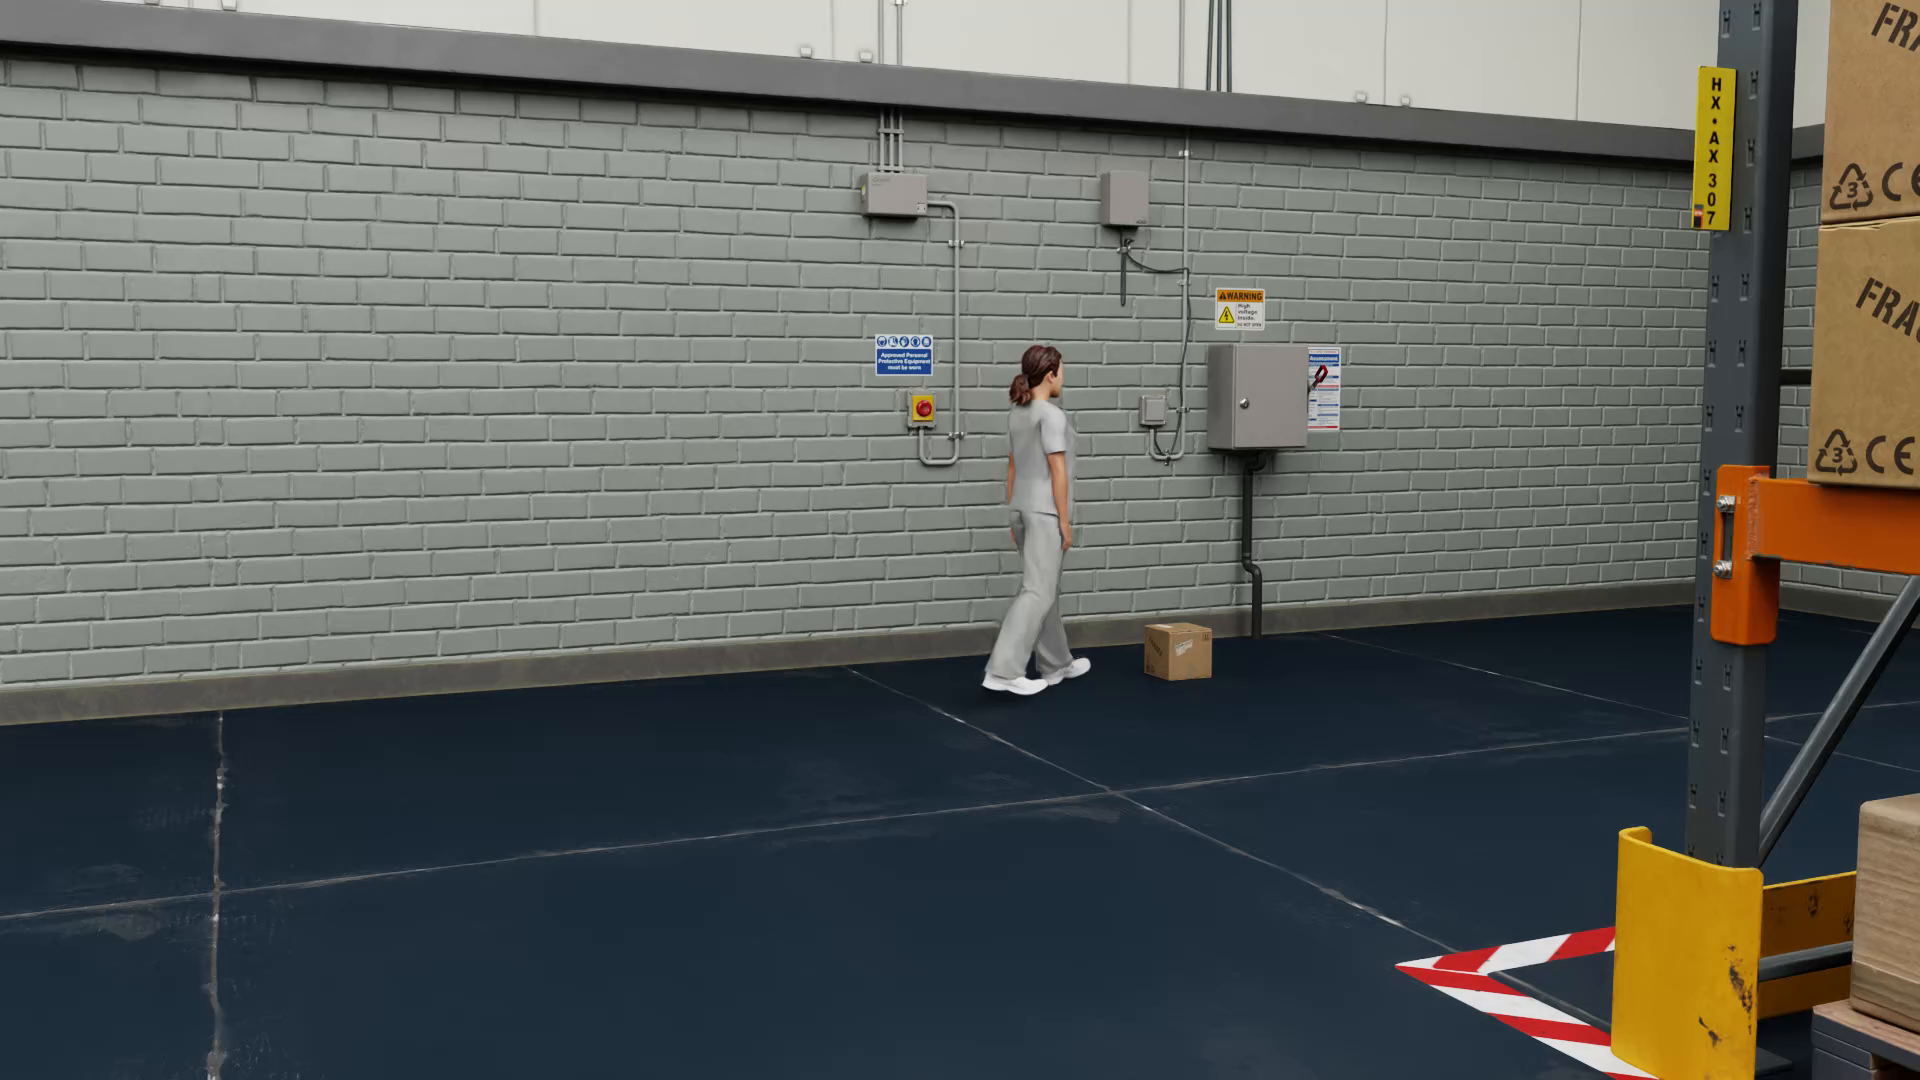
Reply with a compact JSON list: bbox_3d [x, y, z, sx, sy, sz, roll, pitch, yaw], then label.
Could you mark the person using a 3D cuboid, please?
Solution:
[{"bbox_3d":[0.397,-0.097,7.974,0.759,1.664,0.470,-3,6,-28],"label":"person"}]
